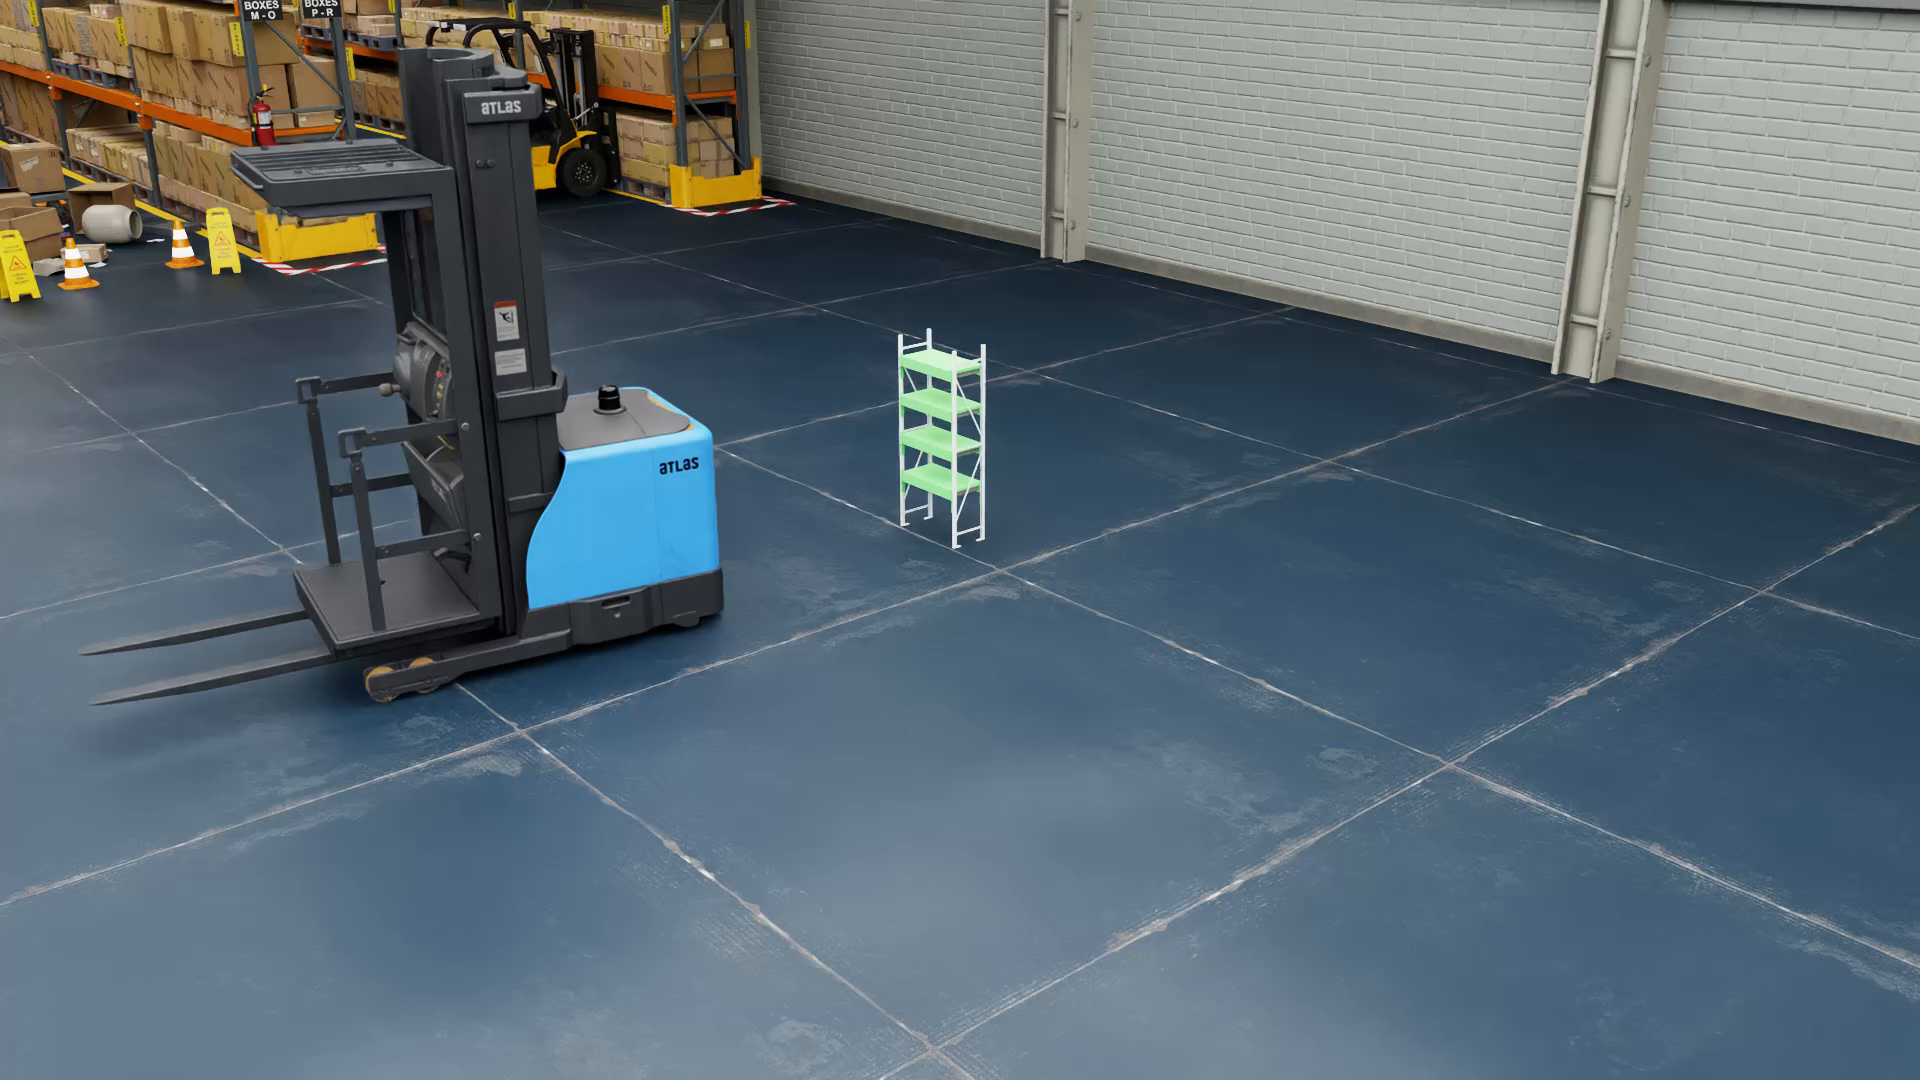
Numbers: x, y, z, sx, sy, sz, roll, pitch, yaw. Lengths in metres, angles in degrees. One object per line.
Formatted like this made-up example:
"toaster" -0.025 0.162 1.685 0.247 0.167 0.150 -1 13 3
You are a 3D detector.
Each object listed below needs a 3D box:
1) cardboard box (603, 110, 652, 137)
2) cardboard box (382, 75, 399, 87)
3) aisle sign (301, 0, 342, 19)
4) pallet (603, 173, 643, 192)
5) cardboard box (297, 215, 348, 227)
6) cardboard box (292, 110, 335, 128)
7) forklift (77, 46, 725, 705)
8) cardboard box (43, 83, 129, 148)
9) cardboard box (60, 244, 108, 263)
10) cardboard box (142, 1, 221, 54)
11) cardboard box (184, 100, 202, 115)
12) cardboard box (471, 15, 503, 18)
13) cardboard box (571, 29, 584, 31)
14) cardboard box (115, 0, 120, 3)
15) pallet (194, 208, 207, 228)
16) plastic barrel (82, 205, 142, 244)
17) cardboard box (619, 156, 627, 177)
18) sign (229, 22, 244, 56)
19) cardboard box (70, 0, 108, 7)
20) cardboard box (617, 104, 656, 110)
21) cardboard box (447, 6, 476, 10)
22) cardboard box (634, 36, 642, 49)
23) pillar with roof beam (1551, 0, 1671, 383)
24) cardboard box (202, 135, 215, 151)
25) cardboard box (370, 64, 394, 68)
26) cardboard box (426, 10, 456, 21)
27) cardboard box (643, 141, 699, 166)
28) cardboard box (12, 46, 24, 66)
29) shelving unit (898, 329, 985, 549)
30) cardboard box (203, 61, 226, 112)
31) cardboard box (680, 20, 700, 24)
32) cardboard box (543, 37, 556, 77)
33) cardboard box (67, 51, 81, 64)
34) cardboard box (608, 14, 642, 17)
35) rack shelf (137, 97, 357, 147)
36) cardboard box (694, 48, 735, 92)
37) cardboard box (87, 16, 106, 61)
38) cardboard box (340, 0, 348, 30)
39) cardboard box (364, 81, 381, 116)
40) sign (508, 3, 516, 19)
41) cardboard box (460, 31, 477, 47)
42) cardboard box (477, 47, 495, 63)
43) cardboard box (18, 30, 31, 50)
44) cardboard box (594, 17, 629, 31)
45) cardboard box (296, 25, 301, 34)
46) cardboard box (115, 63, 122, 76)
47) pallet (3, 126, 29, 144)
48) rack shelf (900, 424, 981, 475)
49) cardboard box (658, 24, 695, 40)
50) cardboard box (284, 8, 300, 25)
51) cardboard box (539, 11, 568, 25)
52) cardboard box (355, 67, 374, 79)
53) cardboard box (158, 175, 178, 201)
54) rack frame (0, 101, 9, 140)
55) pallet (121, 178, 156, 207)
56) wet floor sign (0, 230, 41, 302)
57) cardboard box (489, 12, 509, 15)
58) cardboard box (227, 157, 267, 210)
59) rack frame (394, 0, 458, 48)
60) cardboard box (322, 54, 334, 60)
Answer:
"cardboard box" -4.260 -5.346 21.343 0.500 0.250 0.500 -17 27 -37
"cardboard box" -8.987 -7.323 26.531 0.380 0.149 0.250 -19 28 -40
"aisle sign" -6.531 -5.720 16.909 0.394 0.787 0.004 -17 27 -37
"pallet" -4.372 -4.875 22.141 1.003 0.211 1.213 -17 27 -37
"cardboard box" -7.124 -3.656 18.401 0.500 0.250 0.500 -18 28 -38
"cardboard box" -6.871 -4.479 17.650 0.380 0.149 0.250 -17 27 -37
"forklift" -2.786 -0.805 8.021 3.031 2.935 1.130 -12 25 -29
"cardboard box" -12.416 -6.080 23.731 0.875 0.875 0.875 -18 28 -38
"cardboard box" -9.192 -3.006 17.455 0.380 0.149 0.250 -4 22 -10
"cardboard box" -8.670 -5.744 18.619 0.700 0.500 0.500 -18 28 -39
"cardboard box" -8.441 -4.859 18.620 0.380 0.149 0.250 -18 27 -38
"cardboard box" -6.748 -7.406 23.753 0.380 0.149 0.250 -18 28 -39
"cardboard box" -4.837 -6.578 21.638 0.380 0.149 0.250 -19 28 -39
"cardboard box" -10.747 -6.961 21.632 0.380 0.149 0.250 -19 28 -40
"pallet" -8.152 -3.745 19.256 1.003 0.211 1.213 -17 27 -37
"plastic barrel" -9.302 -3.463 18.246 0.512 0.421 0.421 0 21 -1
"cardboard box" -4.232 -4.885 21.538 0.500 0.250 0.500 -17 27 -37
"sign" -7.240 -5.012 16.647 0.100 0.325 0.005 -17 27 -37
"cardboard box" -12.165 -7.369 23.178 0.500 0.500 0.500 -19 28 -39
"cardboard box" -4.195 -5.615 22.030 0.500 0.250 0.500 -18 28 -38
"cardboard box" -7.649 -8.107 25.542 0.380 0.149 0.250 -17 27 -36
"cardboard box" -3.799 -6.163 20.579 0.380 0.149 0.250 -17 27 -36
"pillar with roof beam" 1.751 -4.495 9.122 9.100 9.000 0.400 -17 27 -37
"cardboard box" -8.150 -4.407 18.400 0.380 0.149 0.250 -16 27 -35
"cardboard box" -9.756 -7.961 28.160 0.380 0.149 0.250 -17 27 -36
"cardboard box" -7.743 -7.828 24.831 0.380 0.149 0.250 -17 27 -37
"cardboard box" -3.603 -4.843 20.745 0.500 0.250 0.500 -18 28 -38
"cardboard box" -13.217 -6.951 23.824 0.500 0.250 0.500 -18 28 -38
"shelving unit" -0.108 -0.604 9.882 0.258 1.200 0.503 -17 27 -37
"cardboard box" -7.693 -4.861 17.738 0.500 0.500 0.500 -17 27 -37
"cardboard box" -3.434 -6.416 20.817 0.380 0.149 0.250 -17 27 -36
"cardboard box" -5.215 -6.462 22.233 0.500 0.500 0.500 -17 27 -37
"cardboard box" -11.491 -6.354 21.862 0.380 0.149 0.250 -17 27 -37
"cardboard box" -4.411 -6.850 21.925 0.380 0.149 0.250 -18 28 -38
"rack shelf" -8.112 -4.670 18.781 1.077 0.370 4.000 -17 27 -37
"cardboard box" -3.162 -5.885 20.758 0.500 0.500 0.500 -16 27 -36
"cardboard box" -10.550 -6.292 20.814 0.500 0.500 0.500 -16 27 -36
"cardboard box" -9.885 -8.646 27.232 0.700 0.500 0.500 -18 27 -38
"cardboard box" -9.372 -7.227 27.175 0.500 0.500 0.500 -16 27 -35
"sign" -6.064 -7.111 22.547 0.100 0.325 0.005 -17 27 -37
"cardboard box" -6.844 -7.261 23.930 0.500 0.250 0.500 -17 27 -36
"cardboard box" -6.519 -6.885 23.655 0.500 0.250 0.500 -18 27 -38
"cardboard box" -12.875 -7.040 23.365 0.500 0.250 0.500 -18 28 -39
"cardboard box" -4.448 -6.593 21.271 0.380 0.149 0.250 -17 27 -37
"cardboard box" -11.281 -8.862 28.840 0.380 0.149 0.250 -17 27 -37
"cardboard box" -10.121 -5.790 20.422 0.380 0.149 0.250 -18 28 -39
"pallet" -14.079 -6.274 25.714 1.003 0.211 1.213 -17 27 -37
"rack shelf" -0.108 -0.545 9.905 0.258 0.148 0.480 -17 27 -37
"cardboard box" -3.442 -6.171 20.192 0.380 0.149 0.250 -17 27 -37
"cardboard box" -11.399 -9.102 28.907 0.500 0.250 0.500 -17 27 -36
"cardboard box" -5.424 -7.022 22.365 0.380 0.149 0.250 -17 27 -37
"cardboard box" -9.949 -7.776 27.686 0.380 0.149 0.250 -16 27 -36
"cardboard box" -9.237 -4.246 19.905 0.500 0.250 0.500 -19 28 -40
"rack frame" -14.640 -7.768 25.704 1.000 3.000 0.127 -17 27 -37
"pallet" -9.927 -4.474 21.117 1.003 0.211 1.213 -17 27 -37
"wet floor sign" -8.972 -2.613 15.771 0.232 0.644 0.267 17 27 36
"cardboard box" -6.686 -7.669 24.426 0.380 0.149 0.250 -17 27 -37
"cardboard box" -7.527 -3.876 17.934 0.500 0.500 0.500 -17 27 -37
"rack frame" -8.271 -7.845 25.902 1.000 3.000 0.127 -17 27 -37
"cardboard box" -10.643 -8.200 28.361 0.380 0.149 0.250 -19 28 -40
